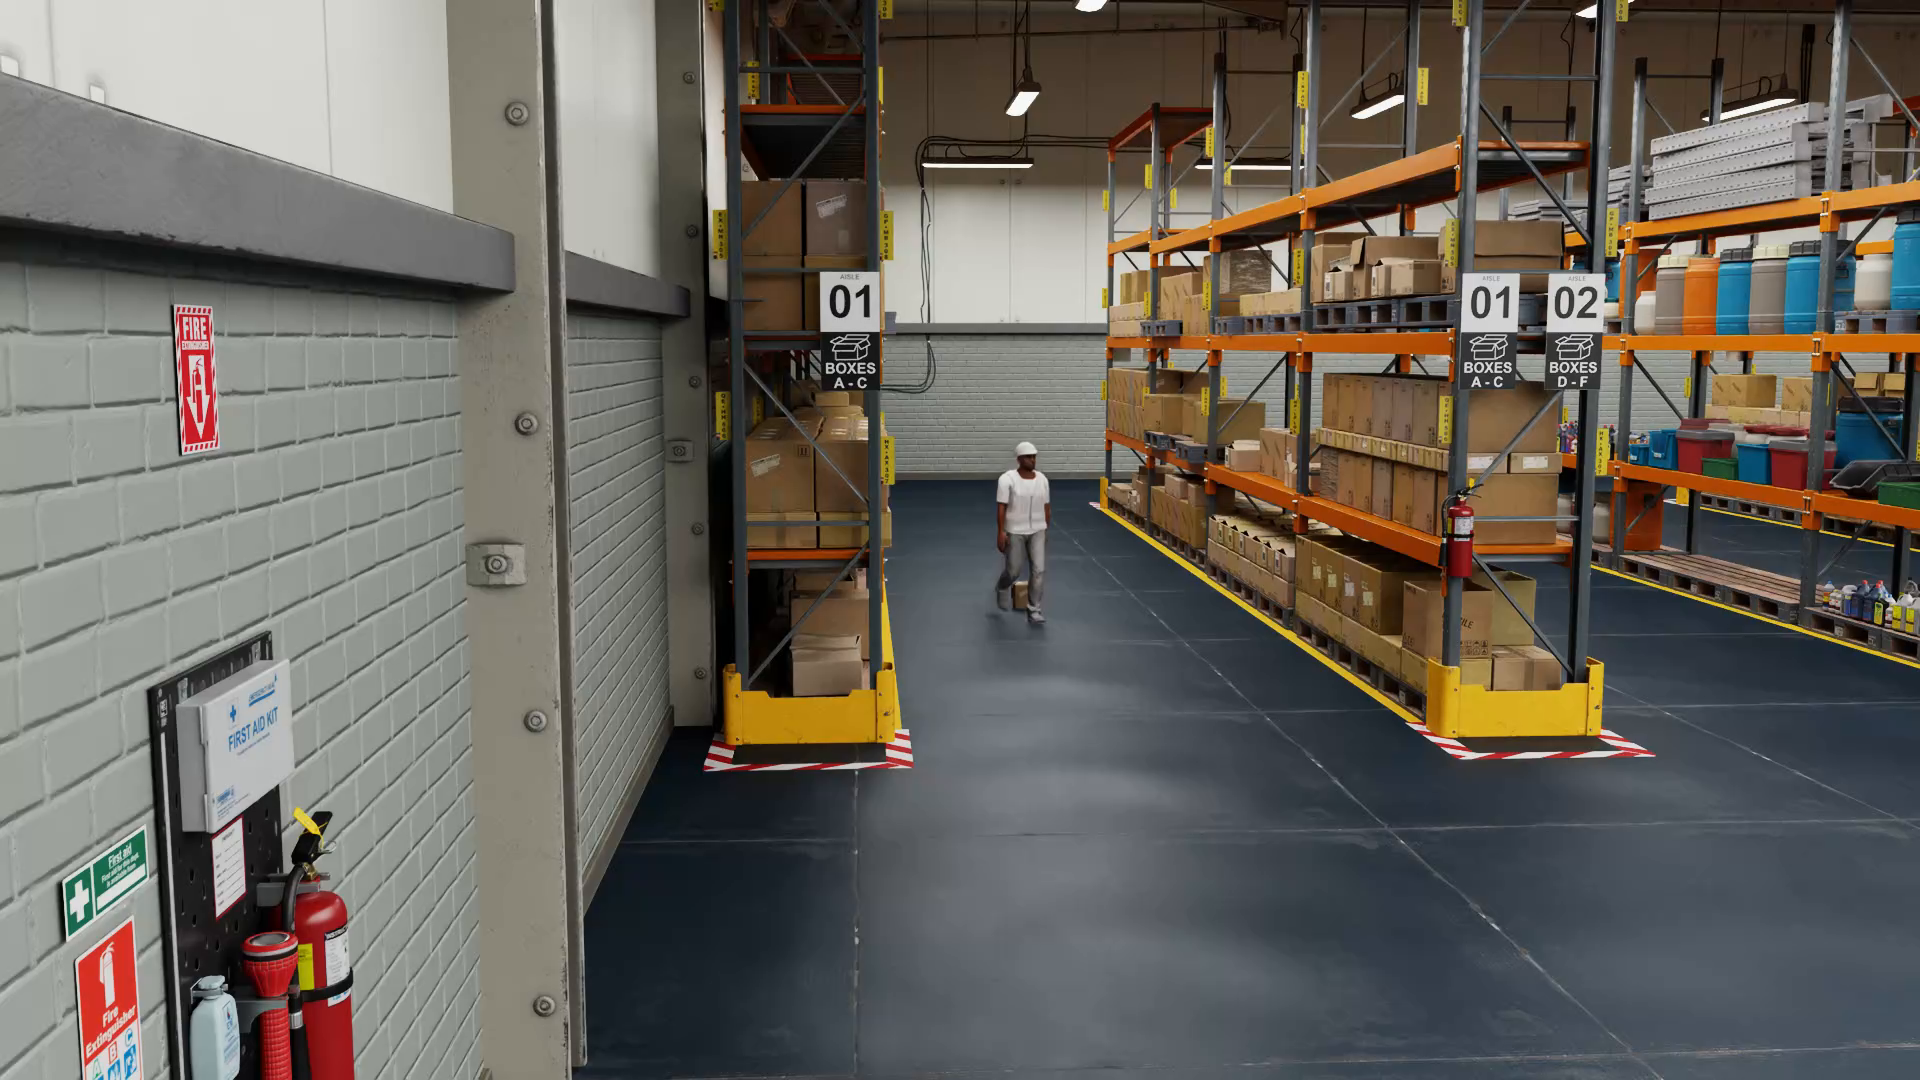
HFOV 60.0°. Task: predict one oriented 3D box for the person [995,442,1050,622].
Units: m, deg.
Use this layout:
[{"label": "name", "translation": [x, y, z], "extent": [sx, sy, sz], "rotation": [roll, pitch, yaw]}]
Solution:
[{"label": "person", "translation": [0.614, -0.085, 16.257], "extent": [0.575, 1.750, 0.772], "rotation": [-2, 7, -19]}]
